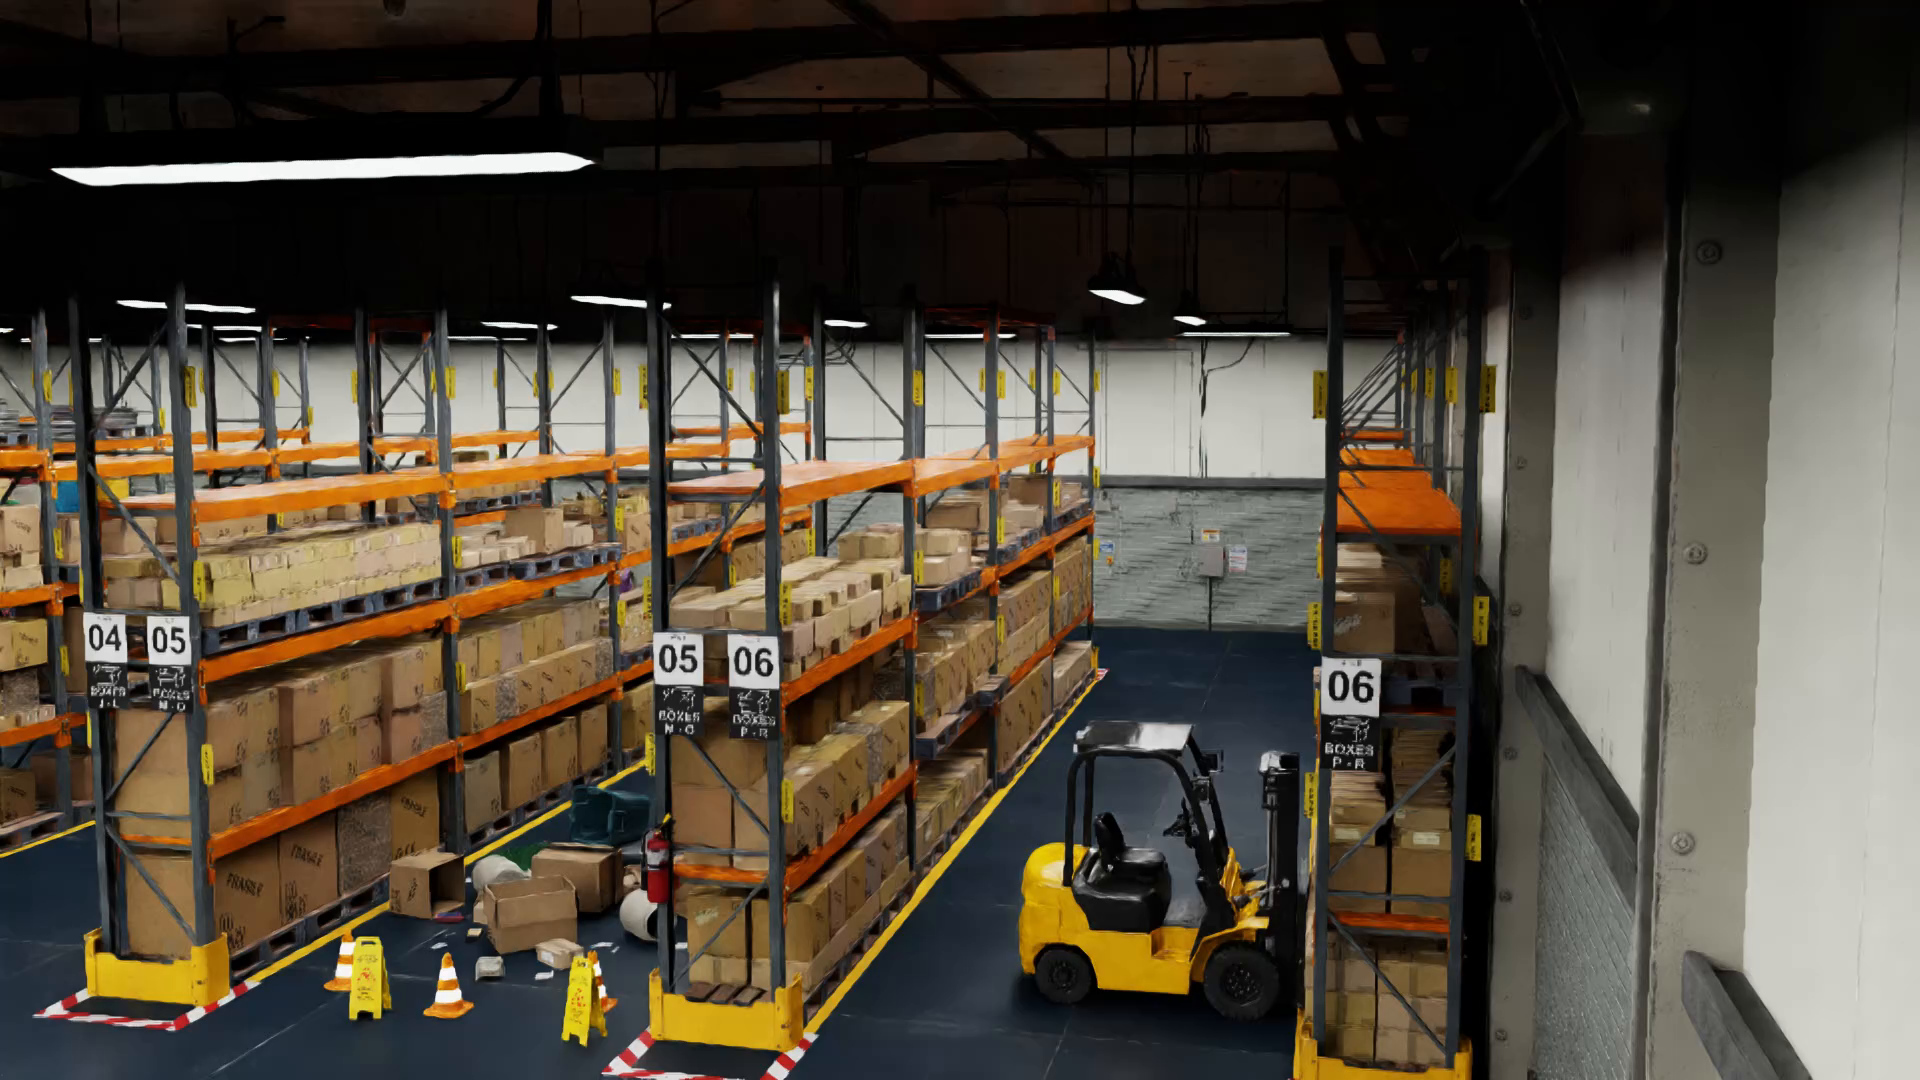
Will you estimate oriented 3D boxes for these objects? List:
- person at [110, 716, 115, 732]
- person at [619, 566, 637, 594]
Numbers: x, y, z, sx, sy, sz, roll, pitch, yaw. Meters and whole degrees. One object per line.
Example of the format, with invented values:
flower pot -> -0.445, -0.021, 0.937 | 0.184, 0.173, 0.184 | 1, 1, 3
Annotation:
person -> -11.395, 2.034, 22.532 | 0.702, 1.735, 0.549 | 1, 6, 12
person -> -6.673, 1.053, 33.026 | 0.554, 1.525, 0.786 | -1, 6, -5
